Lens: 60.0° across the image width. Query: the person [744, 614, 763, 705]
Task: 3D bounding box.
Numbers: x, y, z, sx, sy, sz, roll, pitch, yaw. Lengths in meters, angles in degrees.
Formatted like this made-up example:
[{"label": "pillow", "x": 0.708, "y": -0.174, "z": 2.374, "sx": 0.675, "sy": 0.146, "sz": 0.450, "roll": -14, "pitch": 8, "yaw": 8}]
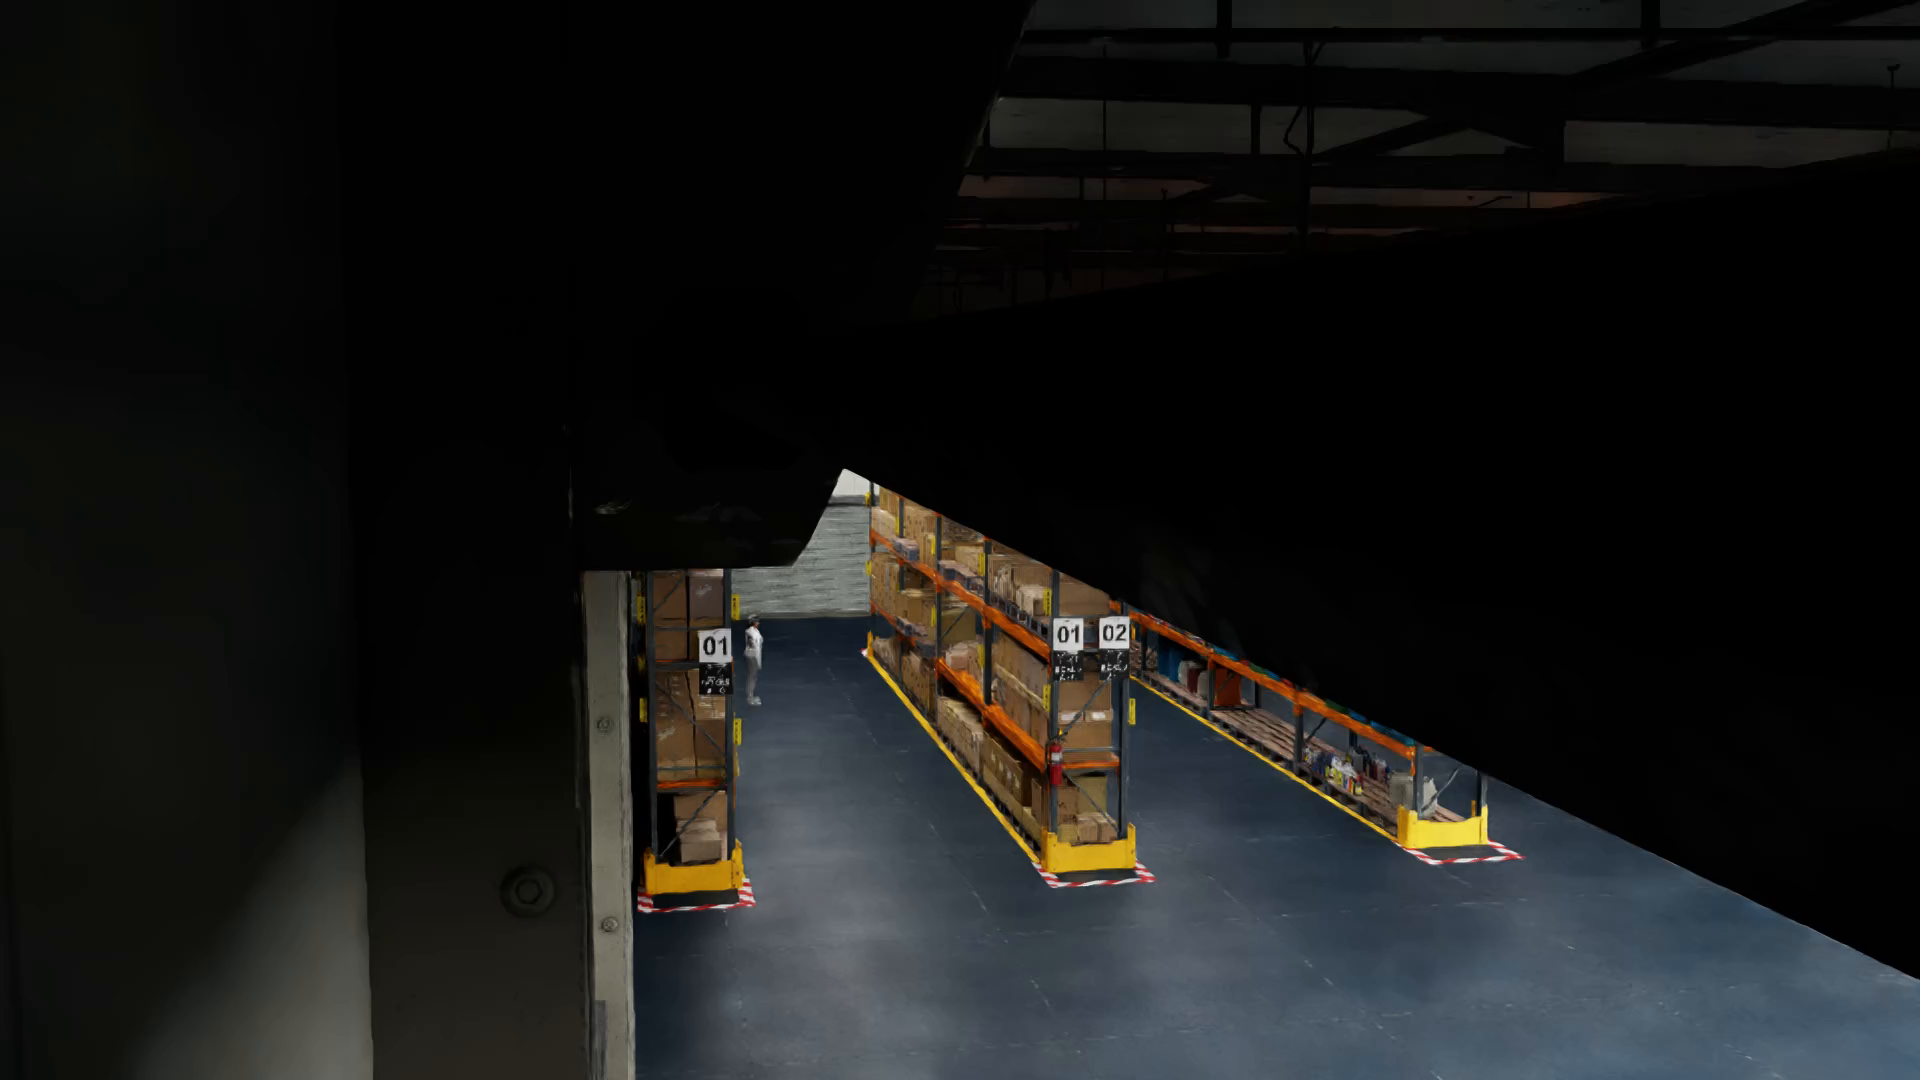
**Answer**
[{"label": "person", "x": -3.883, "y": 2.221, "z": 31.245, "sx": 0.366, "sy": 1.680, "sz": 0.586, "roll": -3, "pitch": 7, "yaw": -27}]
